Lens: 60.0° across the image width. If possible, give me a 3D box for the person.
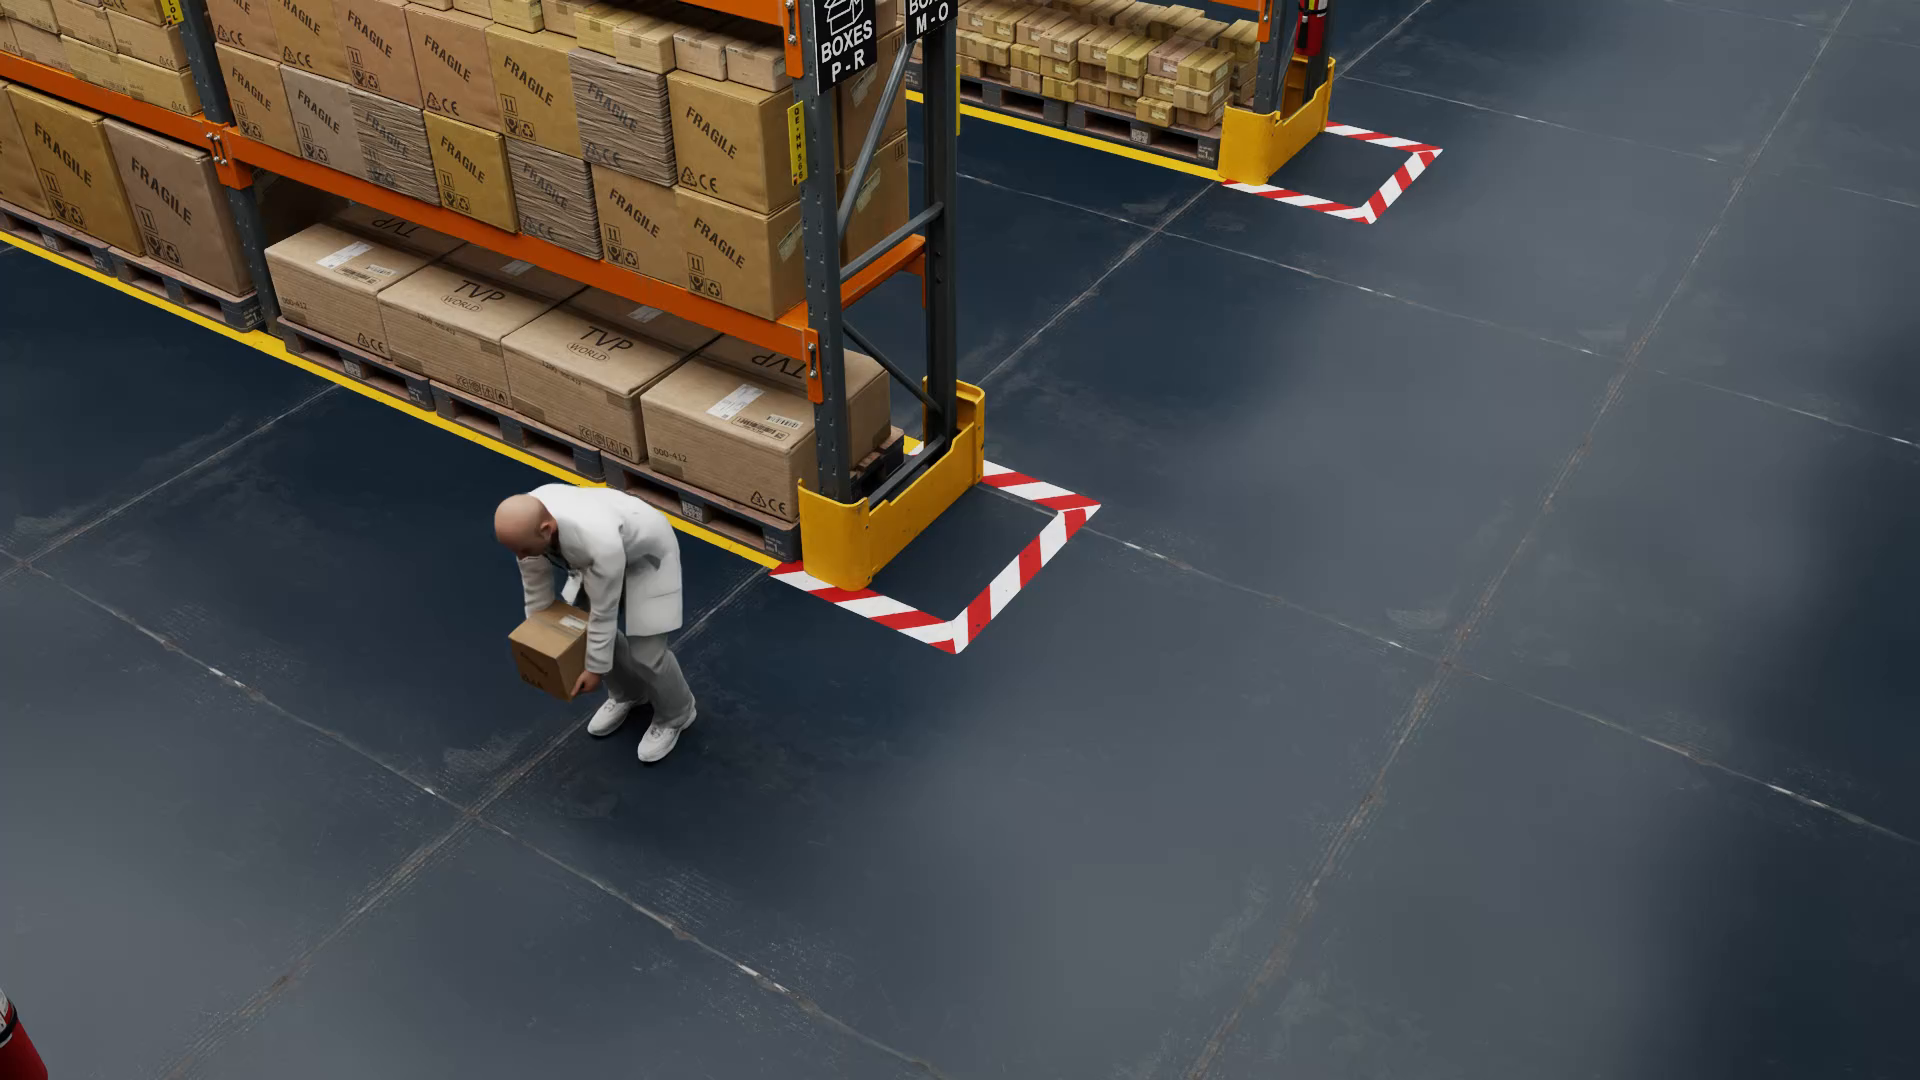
[{"bbox_3d":[-1.434,0.292,6.551,0.554,1.496,0.805,20,42,24],"label":"person"}]
